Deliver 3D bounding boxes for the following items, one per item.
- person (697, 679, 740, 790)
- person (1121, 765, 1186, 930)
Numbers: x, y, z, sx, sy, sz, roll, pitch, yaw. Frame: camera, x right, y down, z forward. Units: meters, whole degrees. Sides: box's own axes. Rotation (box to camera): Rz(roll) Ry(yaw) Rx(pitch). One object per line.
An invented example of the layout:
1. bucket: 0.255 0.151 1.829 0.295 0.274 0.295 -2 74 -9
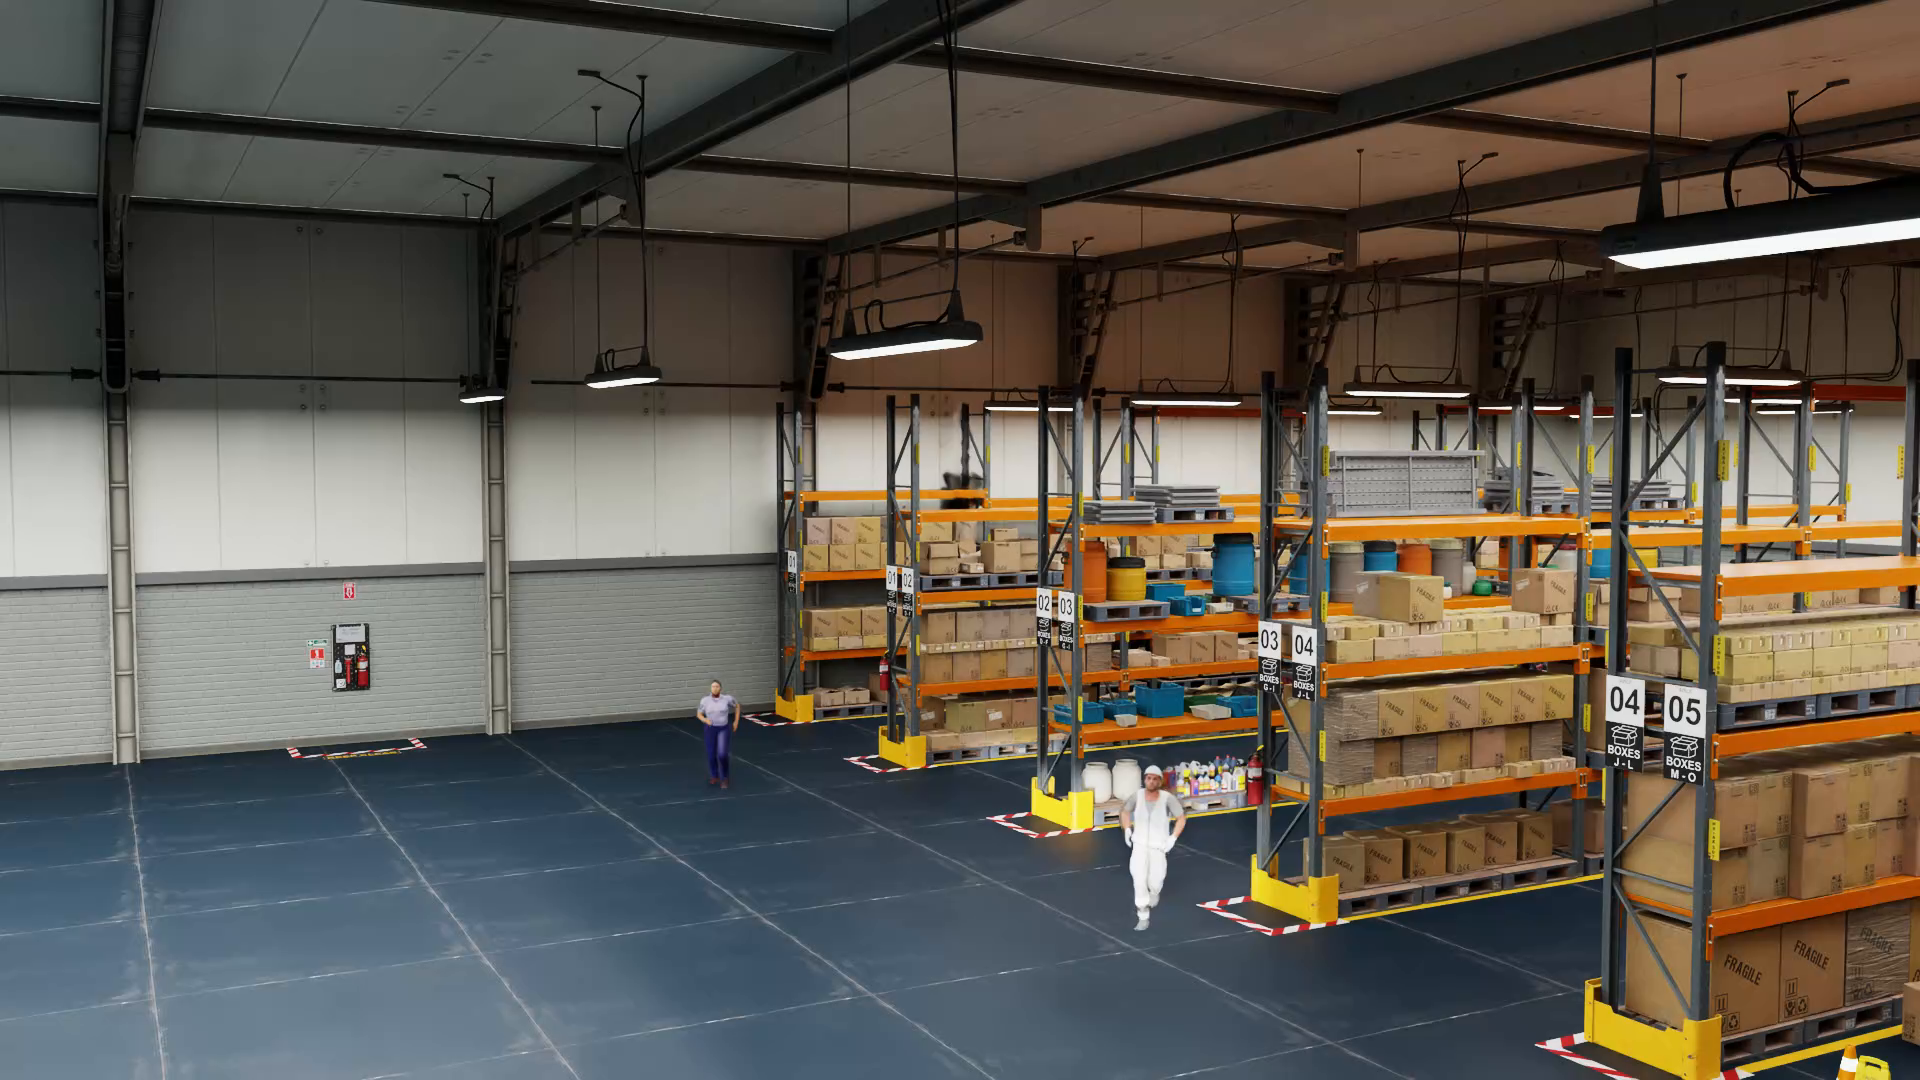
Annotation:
1. person: -3.650 2.947 25.070 0.618 1.702 0.709 0 3 -2
2. person: 2.088 3.289 17.989 0.703 1.748 0.702 1 3 16
